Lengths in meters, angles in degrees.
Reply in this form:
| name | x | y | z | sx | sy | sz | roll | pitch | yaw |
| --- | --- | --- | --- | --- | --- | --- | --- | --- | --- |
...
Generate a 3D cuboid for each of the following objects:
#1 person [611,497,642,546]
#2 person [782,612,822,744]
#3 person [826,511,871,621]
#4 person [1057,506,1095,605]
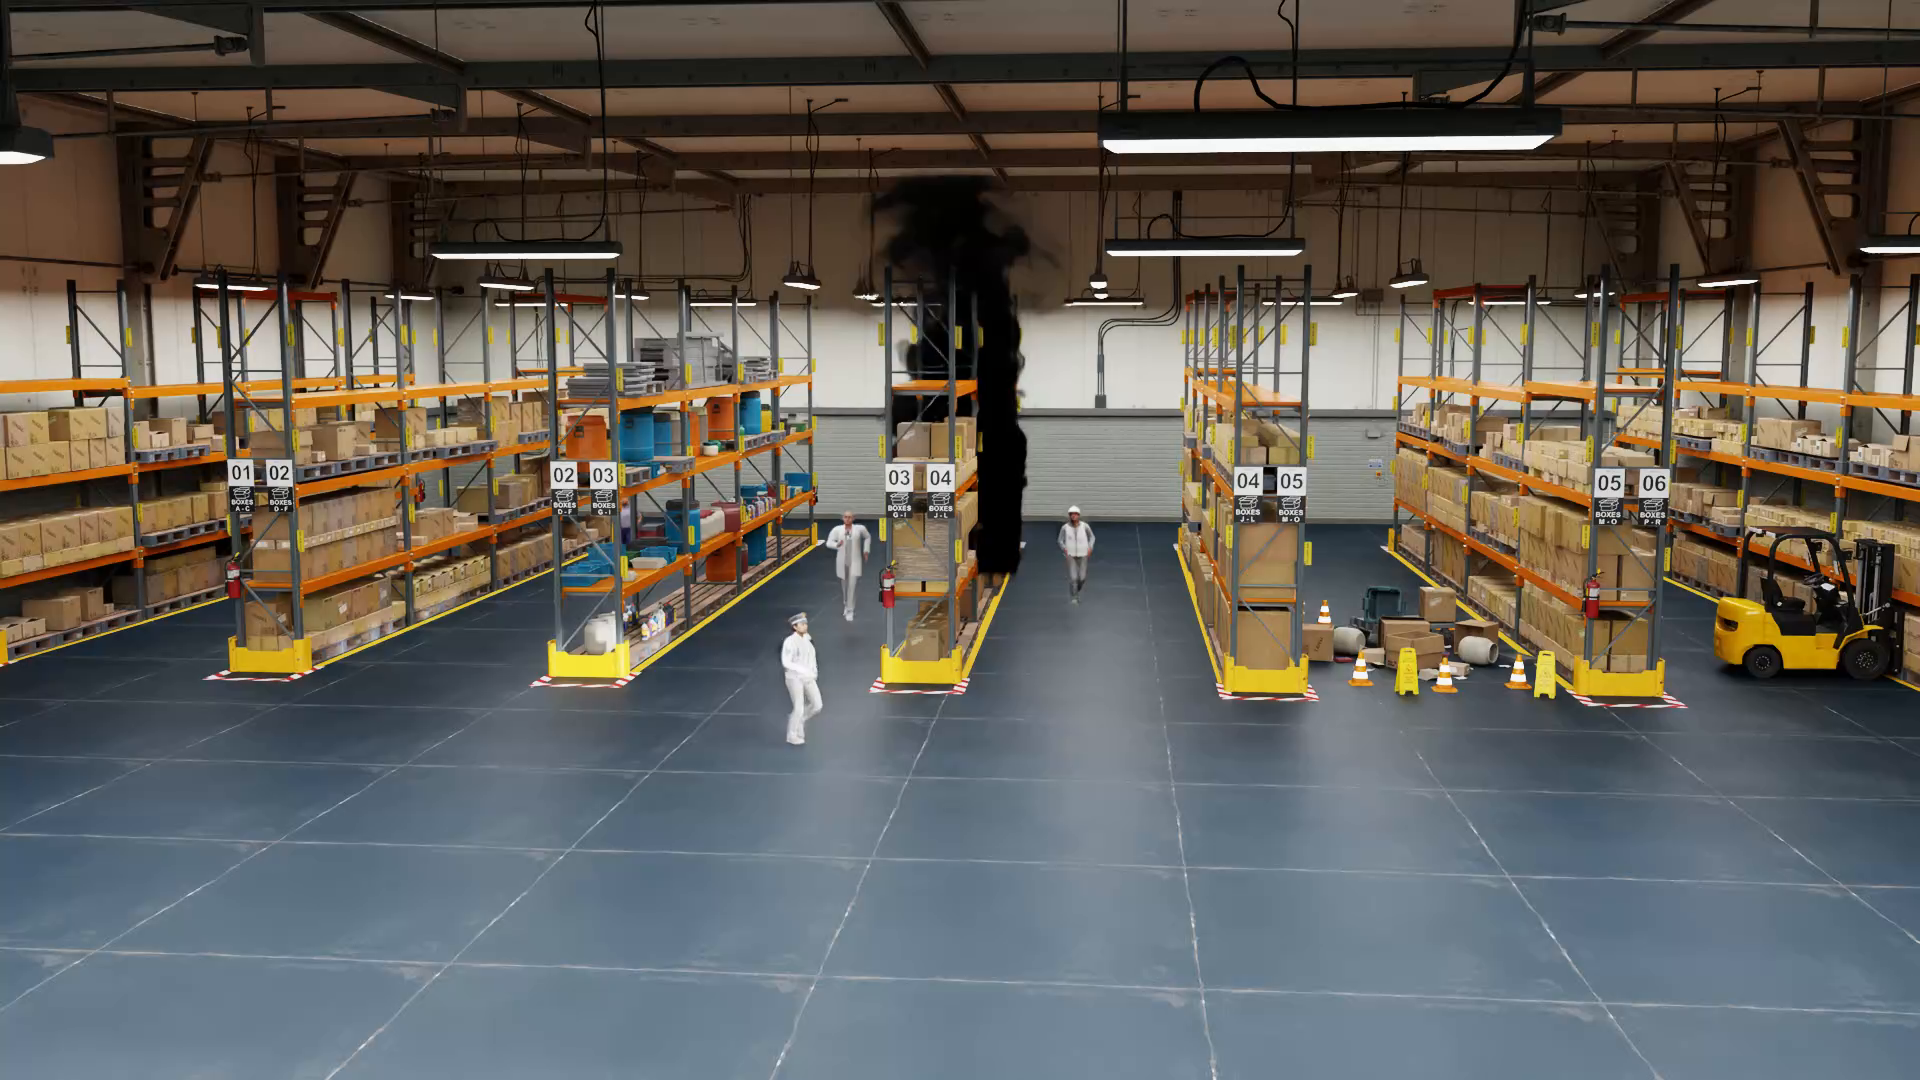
| name | x | y | z | sx | sy | sz | roll | pitch | yaw |
| --- | --- | --- | --- | --- | --- | --- | --- | --- | --- |
| person | -6.660 | -0.078 | 33.095 | 0.591 | 1.684 | 0.576 | 0 | 7 | 0 |
| person | -1.907 | 1.695 | 20.428 | 0.550 | 1.646 | 0.659 | 5 | 9 | 37 |
| person | -1.881 | 0.421 | 27.971 | 0.714 | 1.842 | 0.938 | 0 | 7 | 4 |
| person | 2.056 | 0.279 | 29.467 | 0.666 | 1.747 | 0.484 | 0 | 7 | 2 |
